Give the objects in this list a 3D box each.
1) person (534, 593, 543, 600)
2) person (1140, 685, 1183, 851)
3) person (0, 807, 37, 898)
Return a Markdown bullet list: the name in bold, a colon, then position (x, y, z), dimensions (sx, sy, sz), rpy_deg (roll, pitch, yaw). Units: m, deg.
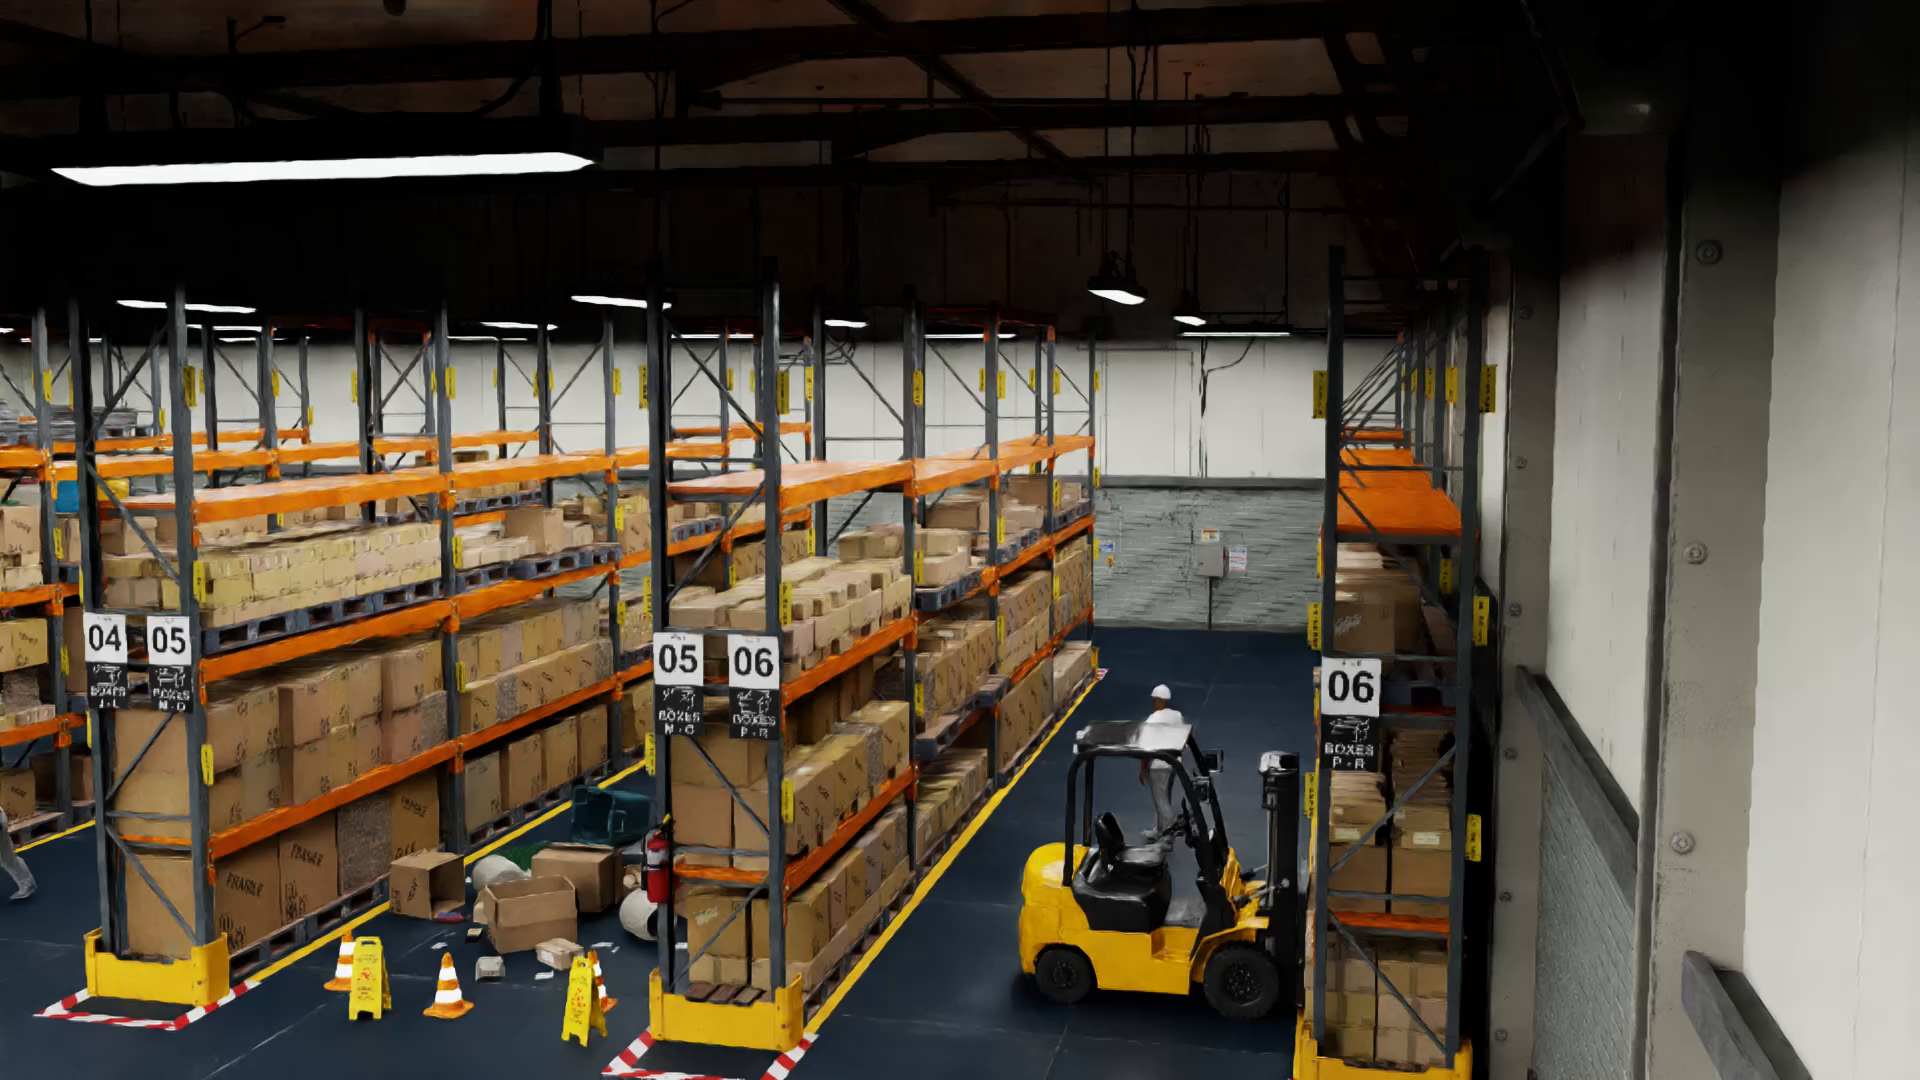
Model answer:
- **person**: position (-6.336, 1.754, 25.365), dimensions (0.519, 1.675, 0.653), rpy_deg (-1, 6, -12)
- **person**: position (2.171, 2.443, 18.114), dimensions (0.580, 1.763, 0.673), rpy_deg (5, 8, 40)
- **person**: position (-9.379, 2.759, 15.895), dimensions (0.481, 1.580, 1.094), rpy_deg (2, 6, 16)
